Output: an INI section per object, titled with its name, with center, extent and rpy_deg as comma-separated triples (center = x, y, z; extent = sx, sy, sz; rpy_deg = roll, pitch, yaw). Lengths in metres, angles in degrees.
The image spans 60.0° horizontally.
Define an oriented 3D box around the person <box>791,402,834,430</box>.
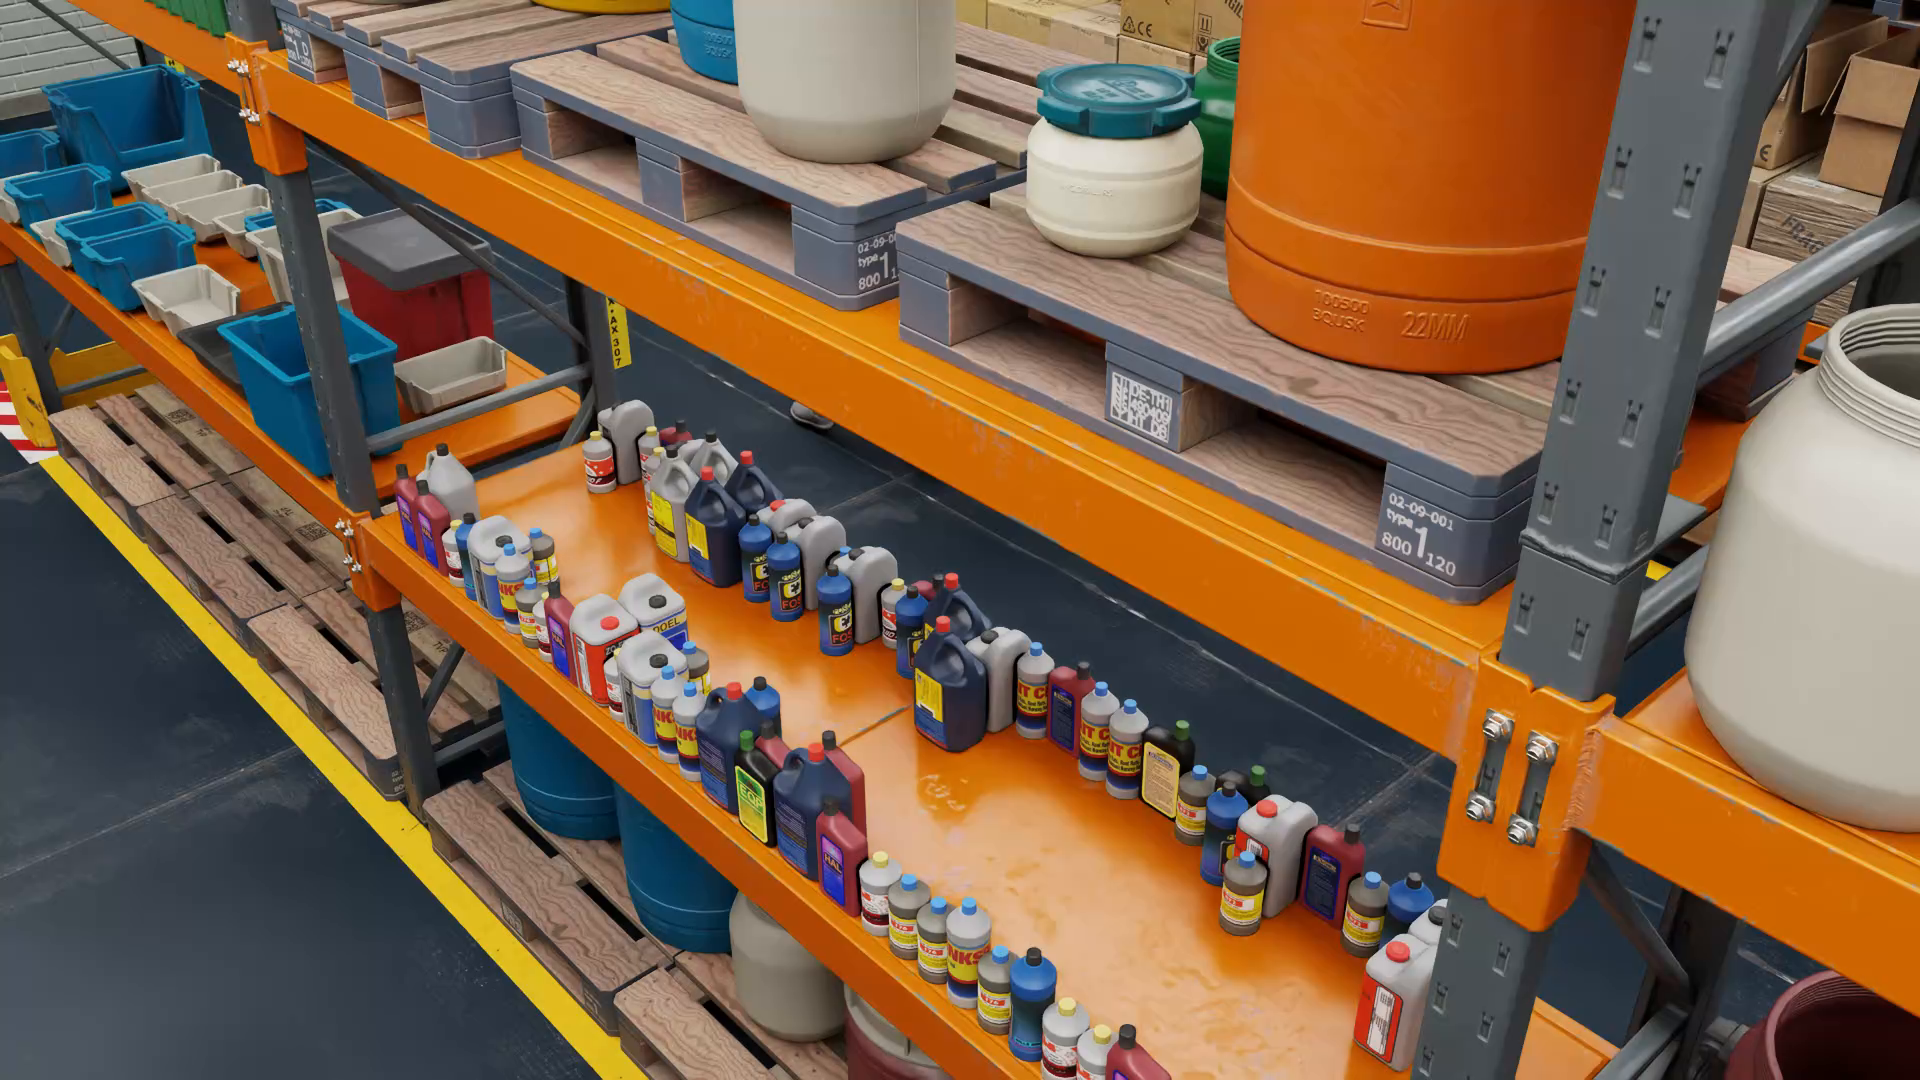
[person]
center = -0.545, -1.217, 8.051
extent = 0.500, 1.648, 0.879
rpy_deg = -23, 39, -33
